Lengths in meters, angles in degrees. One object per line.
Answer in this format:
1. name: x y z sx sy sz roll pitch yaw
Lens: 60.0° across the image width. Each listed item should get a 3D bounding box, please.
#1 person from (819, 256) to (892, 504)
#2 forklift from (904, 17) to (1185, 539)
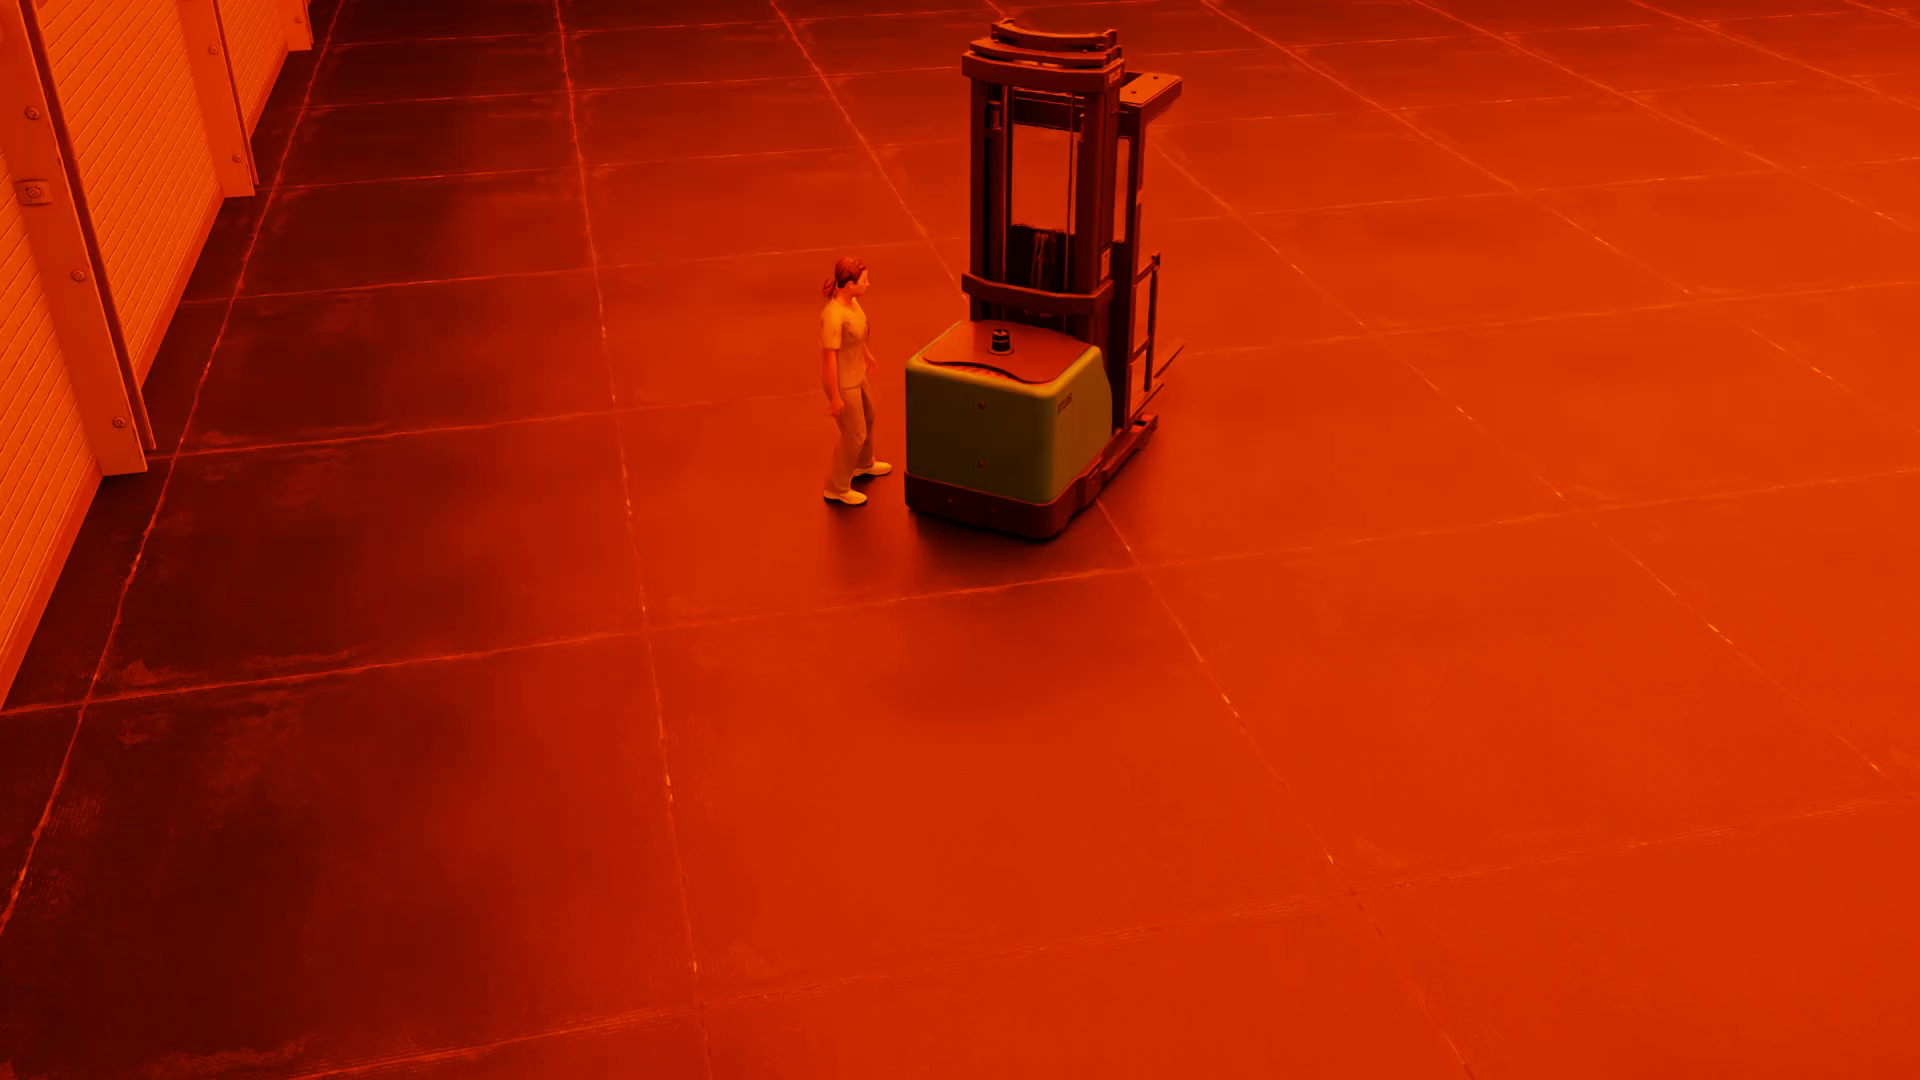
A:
1. person: -0.696 -1.036 10.645 0.394 1.651 0.678 4 30 7
2. forklift: 0.747 -1.992 11.016 1.130 2.935 3.031 14 33 23
